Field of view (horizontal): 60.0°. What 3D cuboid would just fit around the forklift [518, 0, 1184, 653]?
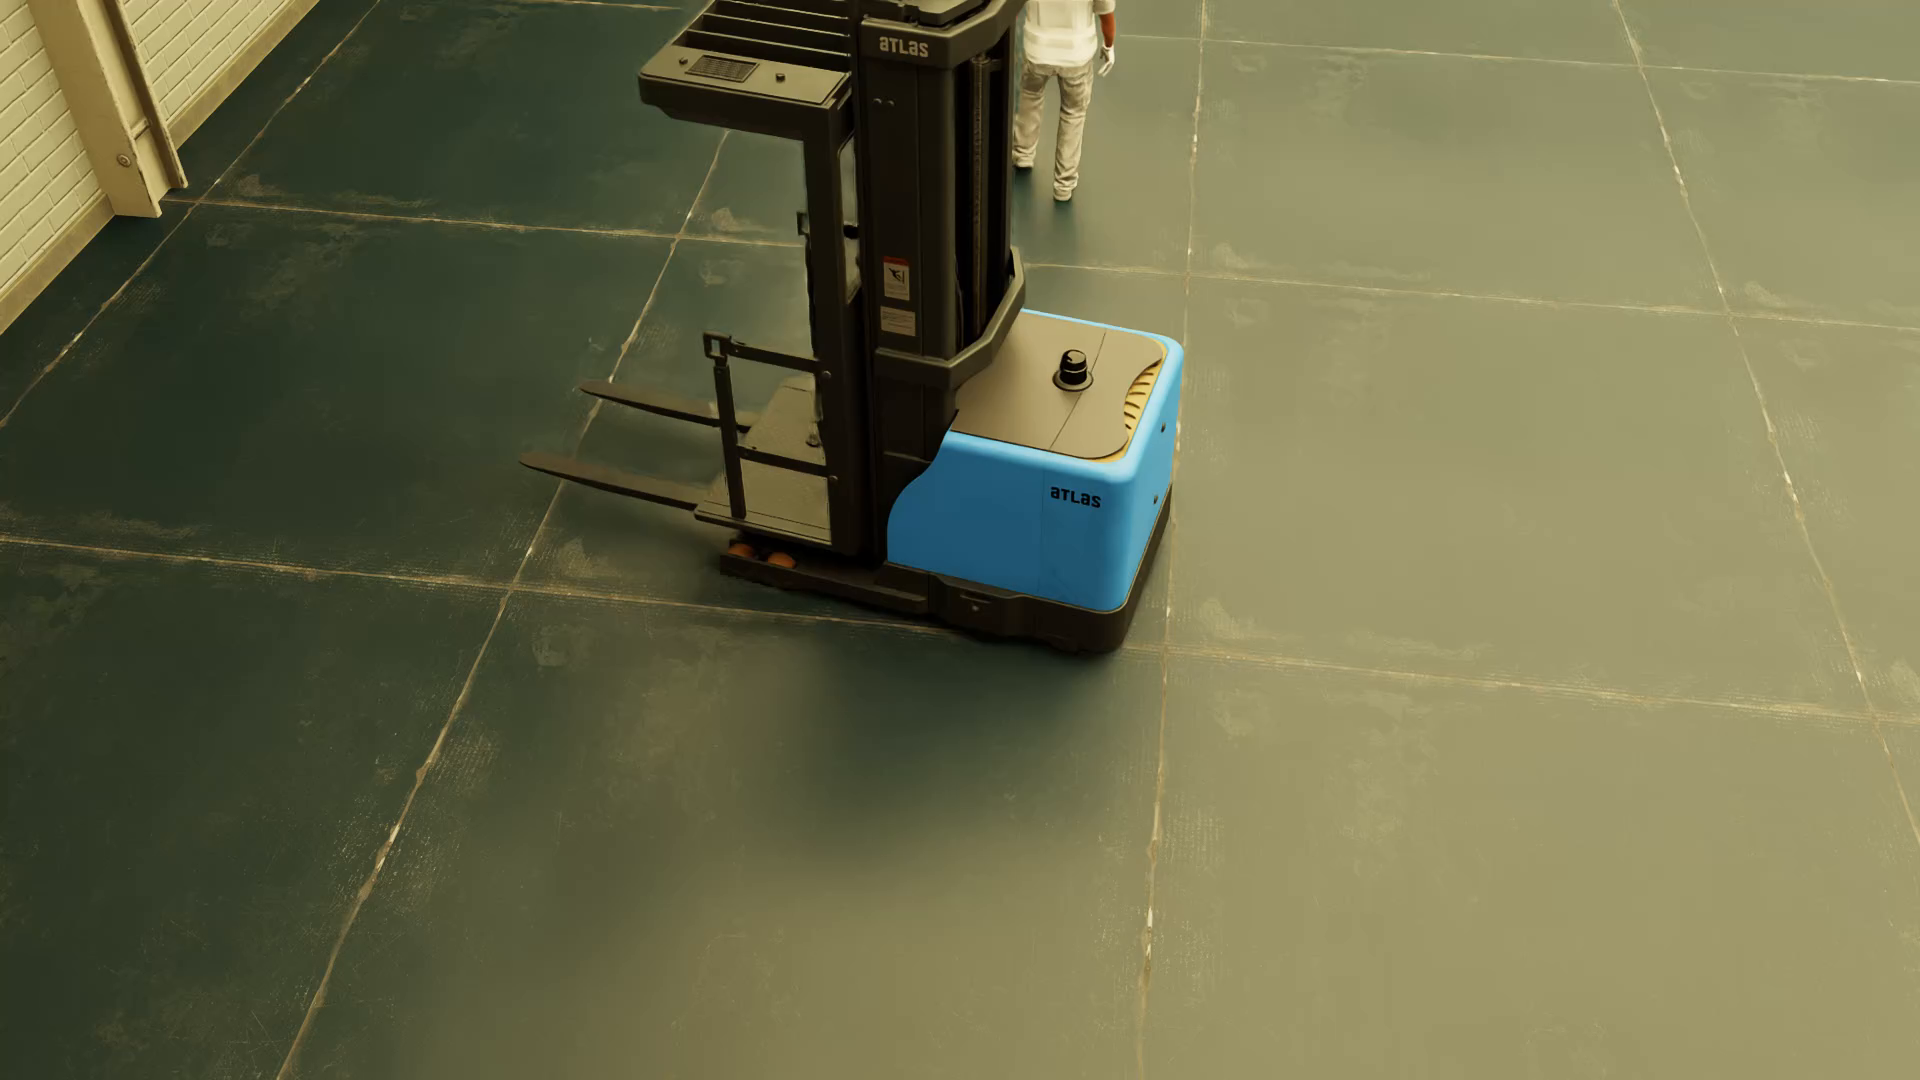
[{"bbox_3d":[-0.584,-1.181,7.010,3.031,2.935,1.130,13,44,14],"label":"forklift"}]

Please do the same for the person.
[{"bbox_3d":[0.585,-2.874,9.763,0.655,1.823,0.530,8,43,9],"label":"person"}]
